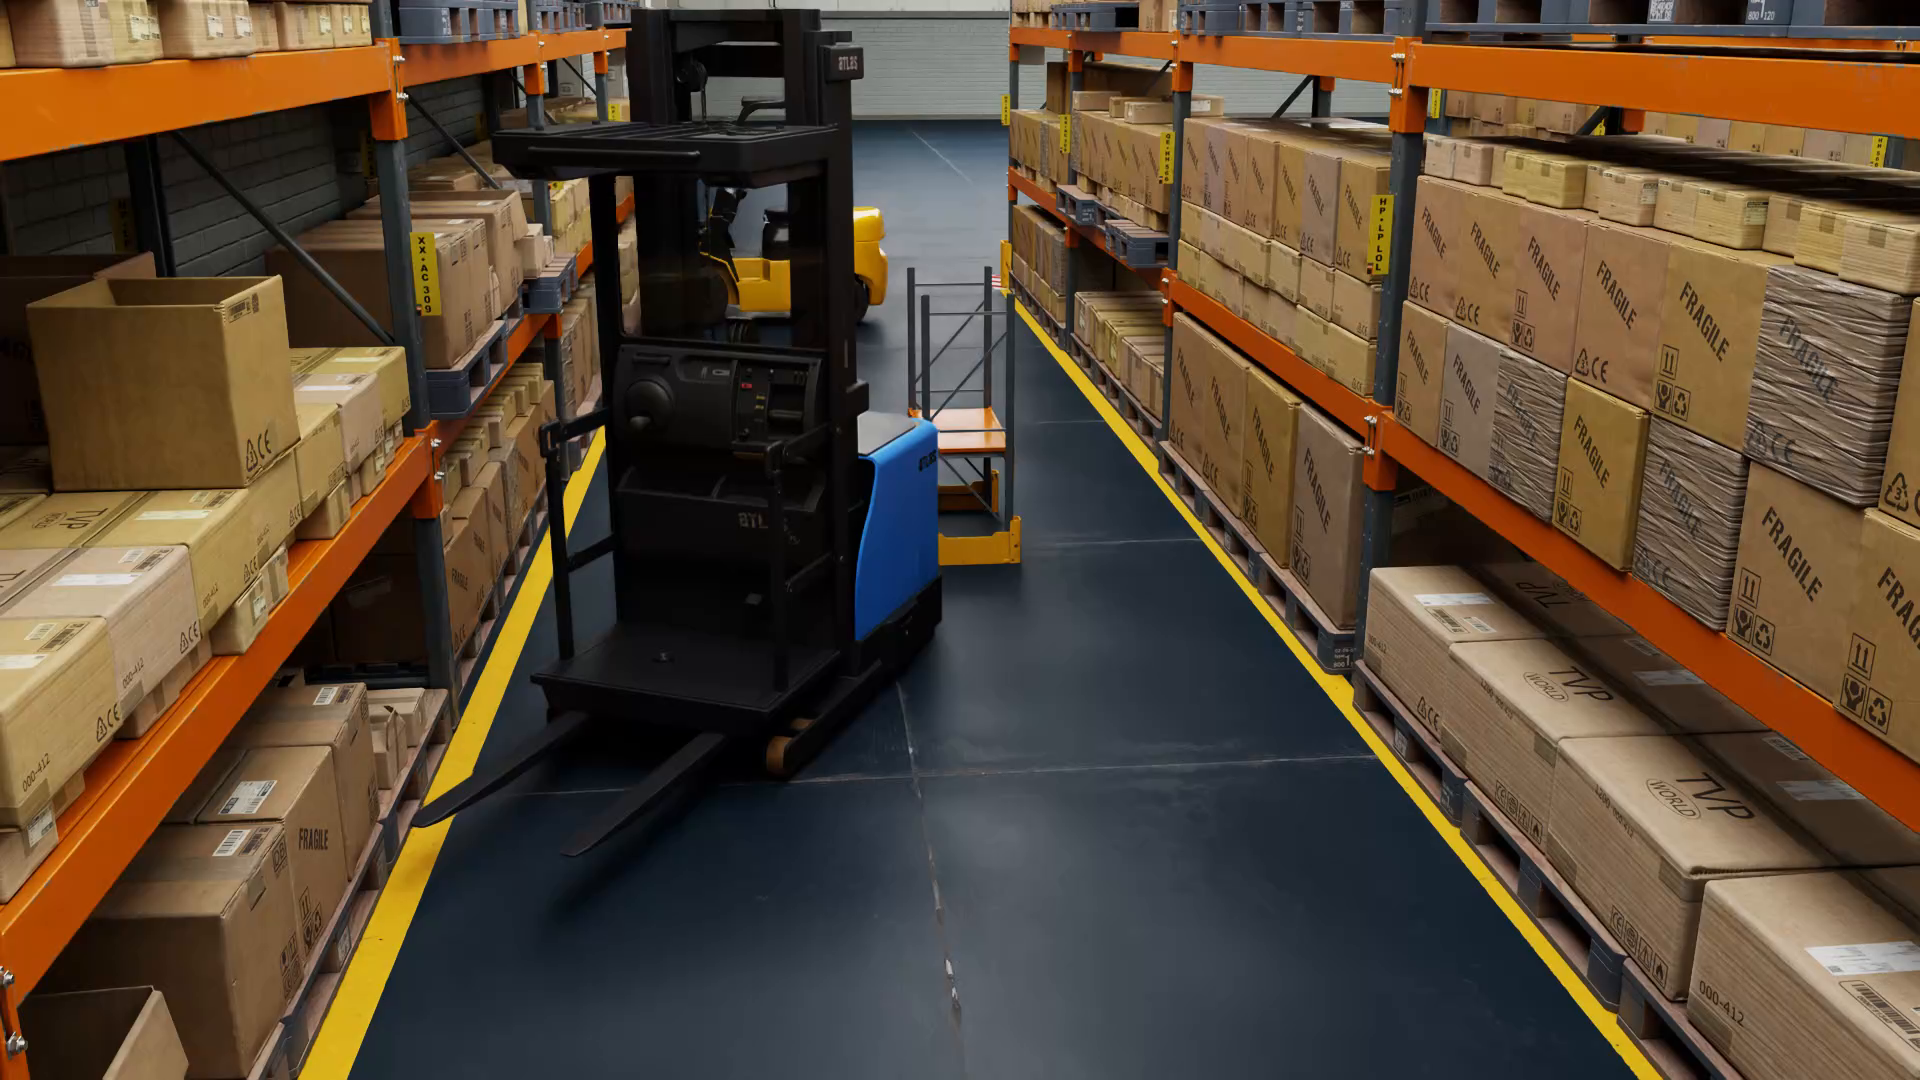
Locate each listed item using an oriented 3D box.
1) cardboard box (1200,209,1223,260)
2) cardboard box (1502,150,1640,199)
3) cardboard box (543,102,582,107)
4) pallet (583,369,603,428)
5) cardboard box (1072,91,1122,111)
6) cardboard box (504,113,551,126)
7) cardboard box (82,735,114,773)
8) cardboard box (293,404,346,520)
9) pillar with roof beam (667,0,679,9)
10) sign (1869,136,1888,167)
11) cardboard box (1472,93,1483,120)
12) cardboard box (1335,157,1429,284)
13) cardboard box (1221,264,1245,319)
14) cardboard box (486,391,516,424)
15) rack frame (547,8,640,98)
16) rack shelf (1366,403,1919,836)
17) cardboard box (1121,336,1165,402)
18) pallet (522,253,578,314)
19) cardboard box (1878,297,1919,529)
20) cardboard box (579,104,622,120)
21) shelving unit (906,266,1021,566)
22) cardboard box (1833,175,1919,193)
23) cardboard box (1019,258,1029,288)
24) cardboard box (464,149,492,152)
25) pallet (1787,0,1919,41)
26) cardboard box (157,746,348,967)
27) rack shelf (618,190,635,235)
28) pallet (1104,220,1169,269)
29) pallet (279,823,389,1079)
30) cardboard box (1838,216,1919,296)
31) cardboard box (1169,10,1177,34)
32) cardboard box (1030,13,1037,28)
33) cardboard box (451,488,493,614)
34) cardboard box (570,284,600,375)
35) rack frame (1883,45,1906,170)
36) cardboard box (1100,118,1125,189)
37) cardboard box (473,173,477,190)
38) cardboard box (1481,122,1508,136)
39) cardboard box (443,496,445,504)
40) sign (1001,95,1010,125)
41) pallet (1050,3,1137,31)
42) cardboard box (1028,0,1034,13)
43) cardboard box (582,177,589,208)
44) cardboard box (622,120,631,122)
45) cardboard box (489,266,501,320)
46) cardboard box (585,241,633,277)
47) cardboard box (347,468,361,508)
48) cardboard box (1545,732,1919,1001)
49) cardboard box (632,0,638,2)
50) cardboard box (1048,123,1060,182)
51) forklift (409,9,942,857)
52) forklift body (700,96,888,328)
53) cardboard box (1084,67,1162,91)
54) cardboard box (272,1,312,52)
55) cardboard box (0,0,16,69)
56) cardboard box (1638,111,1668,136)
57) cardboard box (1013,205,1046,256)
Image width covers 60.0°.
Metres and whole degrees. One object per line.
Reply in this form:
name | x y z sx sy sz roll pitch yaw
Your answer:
cardboard box | 1.732 -1.817 9.873 0.500 0.250 0.500 -1 17 -4
cardboard box | 2.135 -1.277 5.817 0.380 0.149 0.250 -2 18 -6
cardboard box | -3.969 -4.275 16.540 0.380 0.149 0.250 -1 17 -4
pallet | -3.233 -1.087 12.787 1.003 0.211 1.213 -2 18 -6
cardboard box | 1.157 -3.703 14.017 0.380 0.149 0.250 -2 18 -6
cardboard box | -3.795 -3.661 14.584 0.380 0.149 0.250 -2 18 -7
cardboard box | -2.134 0.437 3.697 0.380 0.149 0.250 -2 18 -6
cardboard box | -2.251 -0.245 5.204 0.500 0.250 0.500 -2 18 -6
pillar with roof beam | -3.526 -15.890 45.267 9.100 9.000 0.400 -2 18 -6
sign | 6.234 -2.680 11.273 0.100 0.325 0.005 -2 18 -6
cardboard box | 6.109 -4.843 18.044 0.875 0.550 0.550 -2 18 -6
cardboard box | 1.990 -1.421 7.360 0.500 0.500 0.500 -1 17 -4
cardboard box | 1.792 -1.429 9.471 0.500 0.250 0.500 -1 17 -4
cardboard box | -2.737 -0.746 9.435 0.380 0.149 0.250 -1 17 -4
rack frame | -3.889 -4.192 18.022 1.000 3.000 0.127 -2 18 -6
rack shelf | 2.492 0.168 5.335 1.077 0.370 4.000 -2 18 -6
cardboard box | 1.741 -1.298 12.489 0.950 0.372 0.625 -2 18 -7
pallet | -2.924 -1.517 9.822 1.213 0.211 1.003 -2 18 -6
cardboard box | 2.412 -0.240 3.599 0.500 0.500 0.500 -1 17 -4
cardboard box | -3.478 -4.134 16.091 0.380 0.149 0.250 -2 17 -5
shelving unit | -0.008 -0.738 9.525 0.587 1.500 1.083 -2 18 -6
cardboard box | 2.819 -0.991 4.908 0.380 0.149 0.250 -2 18 -7
cardboard box | 0.901 -2.834 17.585 0.500 0.250 0.500 -1 17 -4
cardboard box | -3.575 -2.865 12.544 0.380 0.149 0.250 -2 18 -6
pallet | 2.611 -1.189 3.597 1.003 0.211 1.213 -2 18 -6
cardboard box | -2.212 0.966 5.065 0.500 0.500 0.500 -1 17 -5
rack shelf | -3.683 -3.253 16.231 1.077 0.370 4.000 -2 18 -6
pallet | 1.694 -2.080 11.616 1.213 0.211 1.003 -2 18 -6
pallet | -2.452 1.283 5.239 1.003 0.211 1.213 -2 18 -6
cardboard box | 2.302 -0.664 3.864 0.380 0.149 0.250 -2 18 -6
cardboard box | 1.598 -3.435 11.023 0.380 0.149 0.250 -2 18 -6
cardboard box | 0.896 -5.164 16.529 0.380 0.149 0.250 -2 17 -5
cardboard box | -2.542 0.066 7.931 0.500 0.500 0.500 -2 18 -6
cardboard box | -3.339 -1.681 13.287 0.875 0.625 0.625 -2 18 -6
rack frame | 6.786 -2.146 11.505 1.000 3.000 0.127 -2 18 -6
cardboard box | 1.377 -2.946 12.690 0.500 0.500 0.500 -2 18 -8
cardboard box | -3.299 -2.256 10.606 0.380 0.149 0.250 -1 17 -4
cardboard box | 6.056 -4.158 17.663 0.875 0.550 0.550 -2 18 -6
cardboard box | -2.529 -0.129 7.470 0.380 0.149 0.250 -2 18 -7
sign | 0.508 -4.743 18.330 0.100 0.325 0.005 -2 18 -6
pallet | 1.418 -4.309 13.700 1.213 0.211 1.003 -2 18 -6
cardboard box | 0.955 -5.386 16.572 0.500 0.250 0.500 -1 17 -4
cardboard box | -3.031 -2.572 12.278 0.500 0.250 0.500 -2 17 -5
cardboard box | -3.418 -4.073 16.393 0.380 0.149 0.250 -2 18 -5
cardboard box | -2.413 -1.179 7.947 0.396 0.266 0.258 -1 17 -3
cardboard box | -3.214 -2.520 14.915 0.500 0.250 0.500 -2 18 -6
cardboard box | -2.268 -0.177 5.653 0.380 0.149 0.250 -1 17 -4
cardboard box | 2.428 0.977 5.135 0.875 0.438 0.875 -1 17 -4
cardboard box | -3.601 -5.794 17.083 0.500 0.500 0.500 -1 17 -4
cardboard box | 1.107 -3.622 15.543 0.500 0.500 0.500 -1 17 -4
forklift | -1.078 -0.588 6.655 1.130 2.935 3.031 6 19 19
forklift body | -1.879 -3.278 16.529 2.313 2.155 1.214 -2 18 -6
cardboard box | 1.575 -4.262 15.913 0.700 0.500 0.500 -2 18 -7
cardboard box | -2.258 -1.603 5.188 0.380 0.149 0.250 -2 18 -6
cardboard box | -2.103 -0.993 3.243 0.380 0.149 0.250 -2 18 -5
cardboard box | 6.431 -3.715 14.665 0.700 0.500 0.500 -2 18 -7
cardboard box | 0.859 -3.337 17.935 0.500 0.500 0.500 -2 18 -7
